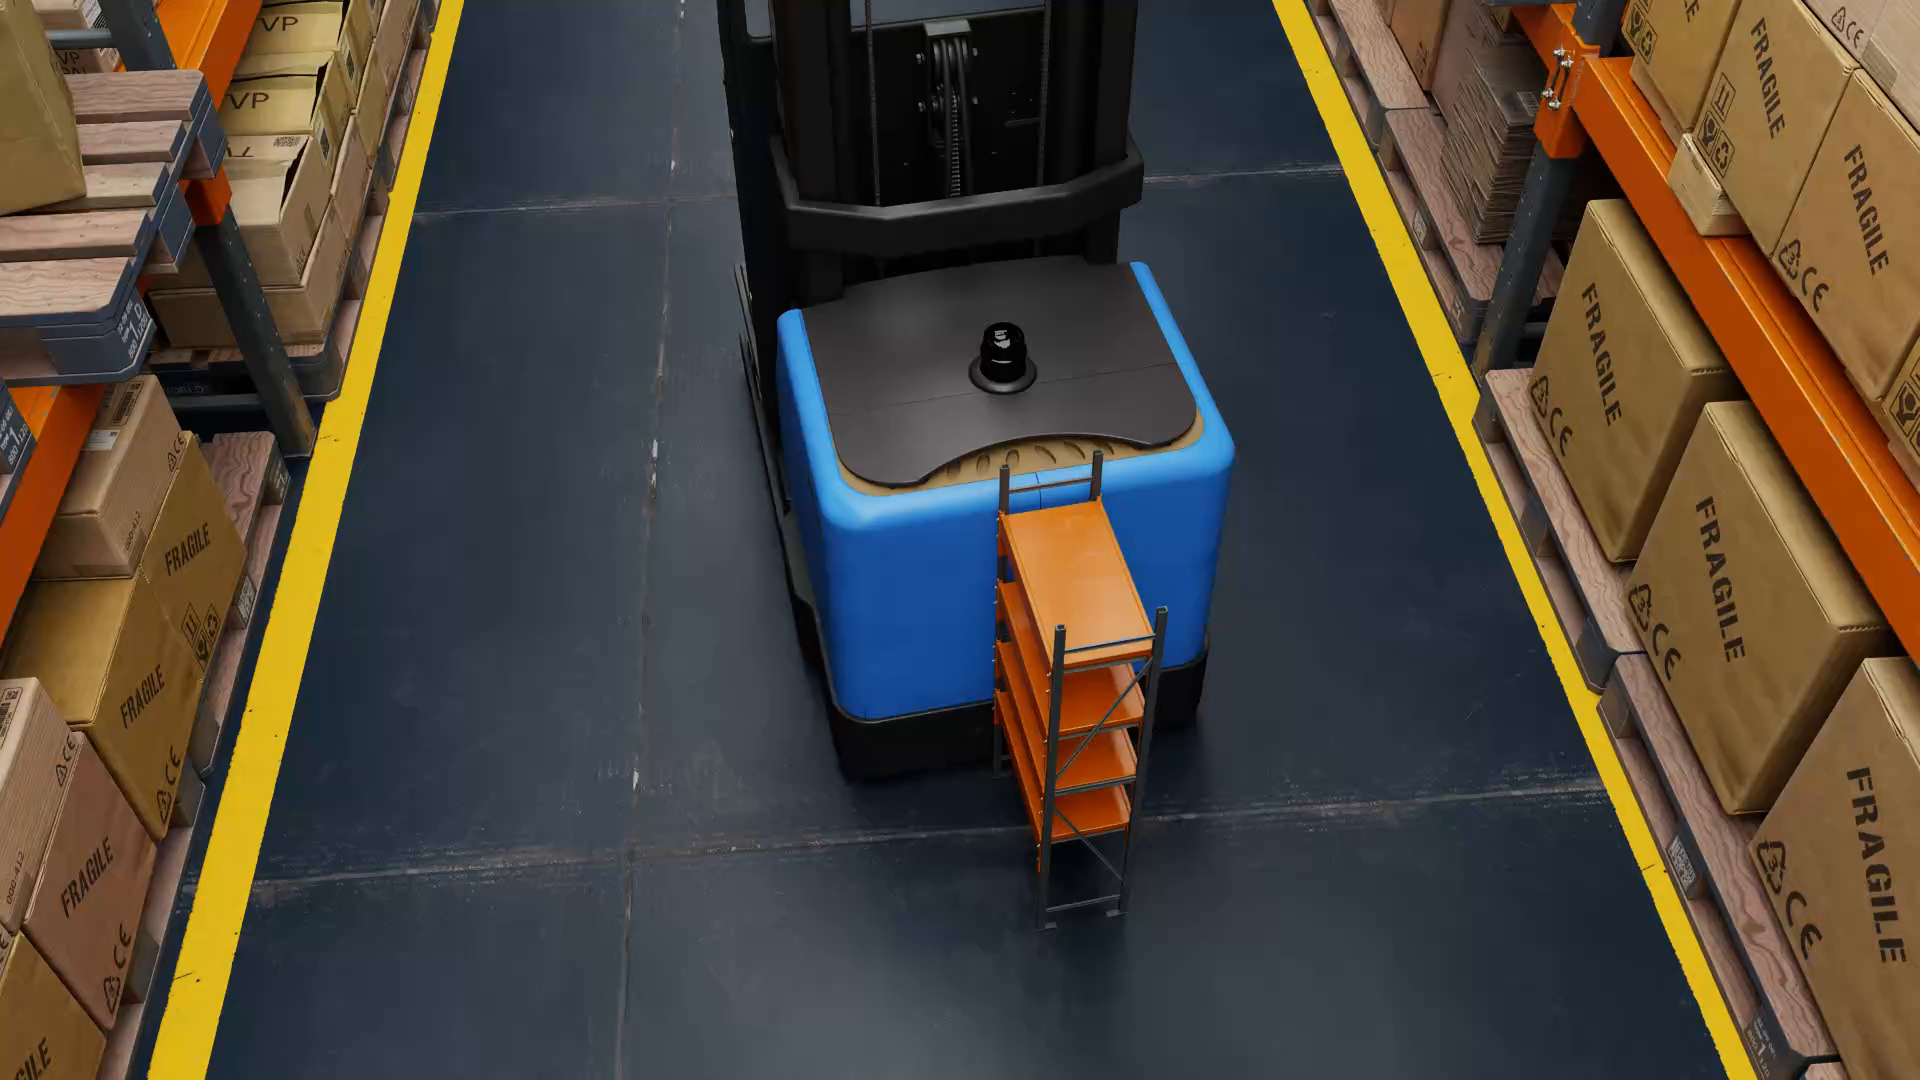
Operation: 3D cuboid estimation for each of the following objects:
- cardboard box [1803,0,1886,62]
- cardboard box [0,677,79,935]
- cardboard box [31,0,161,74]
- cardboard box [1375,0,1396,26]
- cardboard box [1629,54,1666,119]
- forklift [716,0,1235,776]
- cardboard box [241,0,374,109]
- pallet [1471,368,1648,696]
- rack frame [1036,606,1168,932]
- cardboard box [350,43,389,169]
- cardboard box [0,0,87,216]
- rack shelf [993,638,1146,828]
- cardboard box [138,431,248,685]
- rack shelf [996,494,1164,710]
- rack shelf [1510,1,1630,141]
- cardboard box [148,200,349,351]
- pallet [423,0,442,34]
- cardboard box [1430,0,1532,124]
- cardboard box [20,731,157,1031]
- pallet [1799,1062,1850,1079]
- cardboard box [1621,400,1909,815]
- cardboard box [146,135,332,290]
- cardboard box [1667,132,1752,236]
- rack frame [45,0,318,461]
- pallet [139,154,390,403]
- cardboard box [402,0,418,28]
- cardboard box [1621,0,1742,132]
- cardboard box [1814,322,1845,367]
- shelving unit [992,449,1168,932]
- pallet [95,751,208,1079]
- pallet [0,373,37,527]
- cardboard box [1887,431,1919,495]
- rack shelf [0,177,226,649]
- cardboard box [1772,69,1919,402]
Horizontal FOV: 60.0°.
[{"bbox_3d":[2.113,-1.286,3.598,0.500,0.250,0.500,-4,47,-4],"label":"cardboard box"},{"bbox_3d":[-2.239,0.580,3.537,0.500,0.250,0.500,-4,47,-4],"label":"cardboard box"},{"bbox_3d":[-2.637,-1.548,4.712,0.500,0.311,0.500,-1,47,-1],"label":"cardboard box"},{"bbox_3d":[2.125,-2.529,6.998,0.700,0.500,0.500,-3,47,-3],"label":"cardboard box"},{"bbox_3d":[2.083,-1.285,4.561,0.380,0.149,0.250,-4,47,-4],"label":"cardboard box"},{"bbox_3d":[-0.137,-1.454,4.608,1.130,2.935,3.031,-9,47,-9],"label":"forklift"},{"bbox_3d":[-2.494,-1.850,6.155,0.500,0.311,0.500,-5,47,-4],"label":"cardboard box"},{"bbox_3d":[2.277,-0.083,5.183,1.003,0.211,1.213,-3,47,-3],"label":"pallet"},{"bbox_3d":[0.315,0.575,3.879,0.240,1.200,0.015,-9,47,-9],"label":"rack frame"},{"bbox_3d":[-2.494,-1.648,6.350,0.500,0.250,0.500,-5,47,-4],"label":"cardboard box"},{"bbox_3d":[-2.485,-1.043,3.814,0.700,0.500,0.500,-18,49,-16],"label":"cardboard box"},{"bbox_3d":[0.262,0.448,4.092,0.258,0.148,0.480,-9,47,-9],"label":"rack shelf"},{"bbox_3d":[-2.338,0.057,4.548,0.500,0.500,0.500,-2,47,-2],"label":"cardboard box"},{"bbox_3d":[0.262,0.131,3.758,0.258,0.148,0.480,-9,47,-9],"label":"rack shelf"},{"bbox_3d":[2.118,-2.817,6.347,1.077,0.370,4.000,-3,47,-3],"label":"rack shelf"},{"bbox_3d":[-2.401,-0.909,5.649,0.500,0.250,0.500,-4,47,-3],"label":"cardboard box"},{"bbox_3d":[-2.885,-2.718,7.679,1.003,0.211,1.213,-3,47,-3],"label":"pallet"},{"bbox_3d":[2.246,-1.806,6.313,0.700,0.500,0.500,-4,47,-3],"label":"cardboard box"},{"bbox_3d":[-2.245,0.811,3.834,0.500,0.500,0.500,-5,47,-5],"label":"cardboard box"},{"bbox_3d":[2.481,1.682,3.511,1.003,0.211,1.213,-3,47,-3],"label":"pallet"},{"bbox_3d":[2.284,0.152,4.232,0.750,0.750,0.750,-4,47,-3],"label":"cardboard box"},{"bbox_3d":[-2.401,-1.102,5.446,0.500,0.311,0.500,-2,47,-2],"label":"cardboard box"},{"bbox_3d":[2.033,-0.905,4.200,0.380,0.149,0.250,-2,47,-2],"label":"cardboard box"},{"bbox_3d":[-2.650,-1.313,4.428,1.000,3.000,0.127,-3,47,-3],"label":"rack frame"},{"bbox_3d":[-2.680,-0.952,6.007,1.003,0.211,1.213,-3,47,-3],"label":"pallet"},{"bbox_3d":[-2.578,-2.388,7.050,0.500,0.250,0.500,-3,47,-2],"label":"cardboard box"},{"bbox_3d":[2.071,-1.394,4.216,0.500,0.500,0.500,-2,47,-2],"label":"cardboard box"},{"bbox_3d":[2.207,-0.543,3.858,0.380,0.149,0.250,-3,47,-2],"label":"cardboard box"},{"bbox_3d":[0.262,0.402,4.043,0.258,1.200,0.503,-9,47,-9],"label":"shelving unit"},{"bbox_3d":[-2.526,1.069,4.093,1.003,0.211,1.213,-3,47,-3],"label":"pallet"},{"bbox_3d":[-2.483,0.159,3.165,1.003,0.211,1.213,-3,47,-3],"label":"pallet"},{"bbox_3d":[2.222,-0.176,3.510,0.380,0.149,0.250,-3,47,-3],"label":"cardboard box"},{"bbox_3d":[-2.483,0.381,3.319,1.077,0.370,4.000,-3,47,-3],"label":"rack shelf"},{"bbox_3d":[2.146,-0.655,3.517,0.500,0.500,0.500,-4,47,-3],"label":"cardboard box"}]
